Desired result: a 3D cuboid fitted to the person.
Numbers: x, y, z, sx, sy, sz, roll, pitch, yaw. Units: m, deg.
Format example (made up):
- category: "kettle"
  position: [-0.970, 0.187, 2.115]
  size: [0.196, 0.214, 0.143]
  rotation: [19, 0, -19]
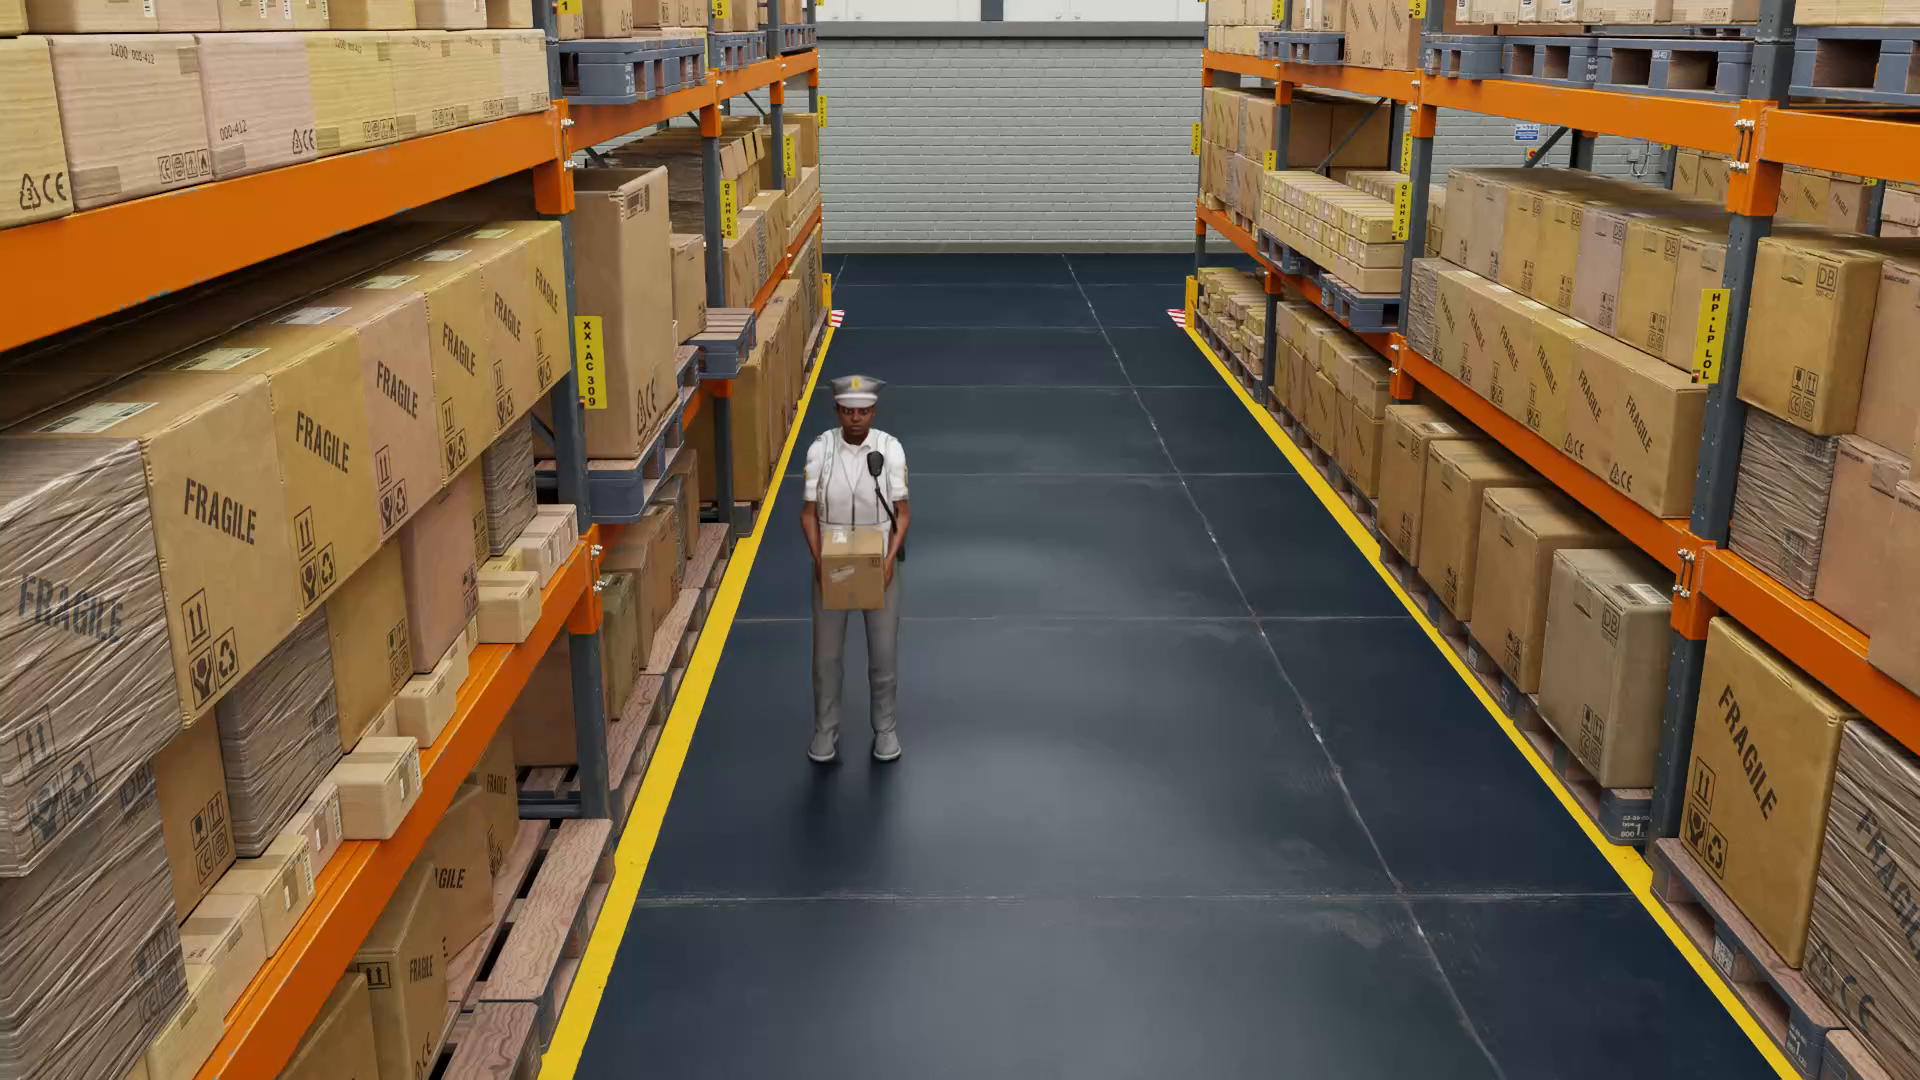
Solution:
- category: "person"
  position: [-0.443, 0.129, 7.090]
  size: [0.478, 1.684, 0.378]
  rotation: [-1, 17, -2]
